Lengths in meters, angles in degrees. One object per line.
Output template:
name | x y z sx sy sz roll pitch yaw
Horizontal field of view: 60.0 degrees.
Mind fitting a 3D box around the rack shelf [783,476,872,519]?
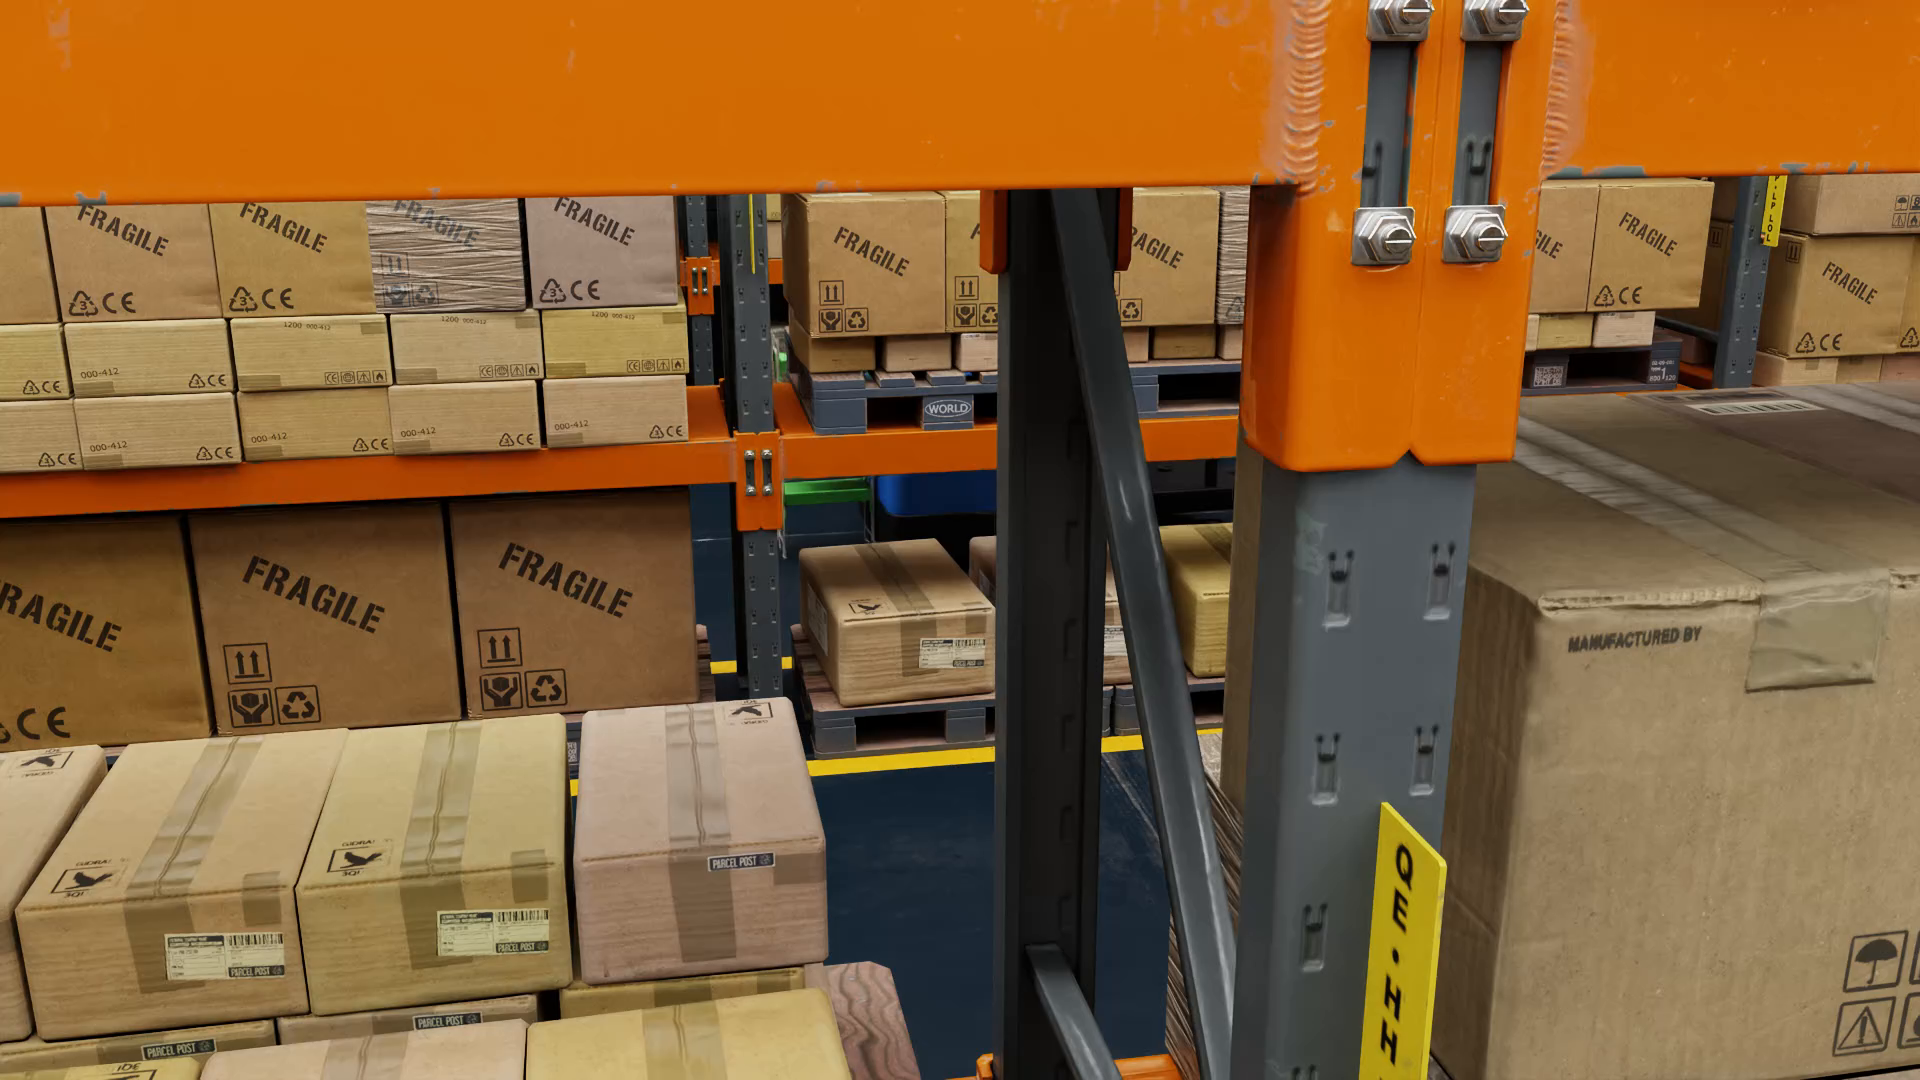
rack shelf | -0.737 -0.232 9.059 0.480 0.148 0.258 -4 18 -13

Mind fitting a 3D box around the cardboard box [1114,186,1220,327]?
cardboard box | 0.679 -1.116 6.446 0.500 0.500 0.500 -3 17 -10

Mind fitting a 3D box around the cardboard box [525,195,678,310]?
cardboard box | -1.295 -1.126 5.997 0.500 0.500 0.500 -4 17 -12

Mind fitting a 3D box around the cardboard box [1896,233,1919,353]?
cardboard box | 4.064 -1.096 7.096 0.500 0.500 0.500 -3 17 -11

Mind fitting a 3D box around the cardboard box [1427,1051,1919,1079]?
cardboard box | 0.693 0.722 1.683 0.500 0.500 0.500 -3 17 -10

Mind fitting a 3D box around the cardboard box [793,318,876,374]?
cardboard box | -0.483 -0.750 6.357 0.250 0.149 0.380 -4 18 -14

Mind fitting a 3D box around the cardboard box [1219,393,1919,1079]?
cardboard box | 0.644 0.169 1.781 0.500 0.500 0.700 -3 17 -11

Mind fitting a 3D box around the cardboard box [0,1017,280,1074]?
cardboard box | -0.839 0.494 1.800 0.250 0.149 0.380 -4 17 -12

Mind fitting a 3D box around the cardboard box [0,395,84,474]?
cardboard box | -3.268 -0.412 5.800 0.500 0.250 0.500 -3 17 -11

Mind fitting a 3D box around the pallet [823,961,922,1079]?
pallet | -0.478 0.879 1.669 1.003 0.211 1.213 -3 17 -10

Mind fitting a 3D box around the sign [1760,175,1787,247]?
sign | 3.199 -1.321 6.533 0.005 0.325 0.100 -3 17 -10

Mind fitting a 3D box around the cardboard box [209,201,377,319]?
cardboard box | -2.286 -1.070 5.812 0.500 0.500 0.500 -3 17 -10

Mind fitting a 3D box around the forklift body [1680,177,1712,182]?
forklift body | 4.557 -1.544 10.675 1.214 2.155 2.313 -3 17 -10

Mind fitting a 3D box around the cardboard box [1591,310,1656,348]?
cardboard box | 2.638 -0.900 6.846 0.250 0.149 0.380 -3 17 -10

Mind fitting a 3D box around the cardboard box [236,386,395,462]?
cardboard box | -2.280 -0.474 6.001 0.500 0.250 0.500 -3 17 -11

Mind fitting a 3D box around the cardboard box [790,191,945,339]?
cardboard box | -0.351 -1.054 6.242 0.500 0.500 0.500 -4 17 -12

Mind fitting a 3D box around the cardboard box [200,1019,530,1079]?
cardboard box | -0.440 0.524 1.195 0.250 0.149 0.380 -3 17 -11

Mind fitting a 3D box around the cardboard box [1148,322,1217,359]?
cardboard box | 0.844 -0.830 6.619 0.250 0.149 0.380 -3 17 -8

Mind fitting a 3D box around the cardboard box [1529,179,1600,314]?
cardboard box | 2.194 -1.198 6.713 0.500 0.500 0.500 -3 17 -10

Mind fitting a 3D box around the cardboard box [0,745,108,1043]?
cardboard box | -1.054 0.364 1.717 0.250 0.149 0.380 -4 18 -13

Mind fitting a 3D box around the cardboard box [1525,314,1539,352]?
cardboard box | 2.129 -0.866 6.734 0.250 0.149 0.380 -4 17 -11

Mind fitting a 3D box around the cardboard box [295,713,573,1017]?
cardboard box | -0.553 0.337 1.805 0.250 0.149 0.380 -4 17 -12

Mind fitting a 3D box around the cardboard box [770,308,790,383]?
cardboard box | -1.167 -1.232 11.543 0.625 0.625 0.875 -3 17 -9

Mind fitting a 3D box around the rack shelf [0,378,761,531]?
rack shelf | -2.801 -0.250 6.241 4.000 0.370 1.077 -3 17 -10

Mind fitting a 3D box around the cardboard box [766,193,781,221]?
cardboard box | -1.296 -2.250 10.932 0.500 0.250 0.500 -3 17 -11

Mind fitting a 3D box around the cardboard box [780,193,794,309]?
cardboard box | -0.443 -1.201 6.721 0.500 0.500 0.500 -4 17 -12

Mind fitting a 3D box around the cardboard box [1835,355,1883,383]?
cardboard box | 3.699 -0.762 7.111 0.250 0.149 0.380 -3 17 -9

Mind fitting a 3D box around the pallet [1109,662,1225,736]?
pallet | 1.126 0.518 7.265 1.213 0.211 1.003 -3 17 -10

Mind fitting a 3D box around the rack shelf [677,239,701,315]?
rack shelf | -3.746 -1.680 10.899 4.000 0.370 1.077 -3 17 -10

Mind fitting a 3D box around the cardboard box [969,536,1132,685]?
cardboard box | 0.443 0.279 7.056 0.625 0.372 0.950 -4 17 -12

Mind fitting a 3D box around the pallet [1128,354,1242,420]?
pallet | 1.099 -0.735 6.923 1.213 0.211 1.003 -3 17 -10

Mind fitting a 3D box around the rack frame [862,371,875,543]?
rack frame | -0.499 -0.539 9.023 0.015 1.200 0.240 -4 18 -13

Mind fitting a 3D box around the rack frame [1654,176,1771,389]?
rack frame | 3.090 -0.928 7.223 0.127 3.000 1.000 -3 17 -10

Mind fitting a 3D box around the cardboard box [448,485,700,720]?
cardboard box | -1.531 0.125 6.701 0.875 0.875 0.875 -3 17 -11

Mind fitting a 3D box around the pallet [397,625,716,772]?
pallet | -1.625 0.650 6.835 1.213 0.211 1.003 -3 17 -10

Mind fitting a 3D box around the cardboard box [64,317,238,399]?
cardboard box | -2.776 -0.679 5.817 0.500 0.250 0.500 -4 17 -12

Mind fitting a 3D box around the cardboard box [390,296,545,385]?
cardboard box | -1.767 -0.742 6.024 0.500 0.250 0.500 -4 17 -12

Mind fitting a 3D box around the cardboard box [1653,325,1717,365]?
cardboard box | 3.348 -0.913 7.604 0.250 0.149 0.380 -3 17 -11

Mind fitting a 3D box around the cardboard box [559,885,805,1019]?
cardboard box | -0.311 0.463 1.902 0.250 0.149 0.380 -2 17 -8

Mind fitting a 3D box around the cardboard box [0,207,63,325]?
cardboard box | -3.291 -1.013 5.628 0.500 0.500 0.500 -4 17 -12

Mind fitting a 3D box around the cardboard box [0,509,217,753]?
cardboard box | -3.285 0.223 6.381 0.875 0.875 0.875 -3 17 -9

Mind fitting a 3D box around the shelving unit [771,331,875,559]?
shelving unit | -0.737 -0.522 8.969 0.503 1.200 0.258 -4 18 -13

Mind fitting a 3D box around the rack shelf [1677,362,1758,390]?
rack shelf | 5.054 -0.695 7.691 4.000 0.370 1.077 -3 17 -10

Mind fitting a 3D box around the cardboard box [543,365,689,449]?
cardboard box | -1.284 -0.530 6.184 0.500 0.250 0.500 -4 17 -12

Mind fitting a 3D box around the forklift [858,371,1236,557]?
forklift | 0.989 -1.470 9.106 3.031 2.935 1.130 -4 18 -13

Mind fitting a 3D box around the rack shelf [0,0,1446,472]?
rack shelf | -1.762 -0.262 1.173 4.000 0.370 1.077 -3 17 -10

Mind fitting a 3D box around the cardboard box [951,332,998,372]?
cardboard box | 0.079 -0.758 6.383 0.250 0.149 0.380 -4 18 -14

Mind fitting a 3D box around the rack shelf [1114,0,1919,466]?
rack shelf | 2.165 -0.485 1.898 4.000 0.370 1.077 -3 17 -10

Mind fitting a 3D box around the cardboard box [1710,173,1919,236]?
cardboard box | 3.563 -1.558 6.894 0.500 0.500 0.700 -3 17 -11
